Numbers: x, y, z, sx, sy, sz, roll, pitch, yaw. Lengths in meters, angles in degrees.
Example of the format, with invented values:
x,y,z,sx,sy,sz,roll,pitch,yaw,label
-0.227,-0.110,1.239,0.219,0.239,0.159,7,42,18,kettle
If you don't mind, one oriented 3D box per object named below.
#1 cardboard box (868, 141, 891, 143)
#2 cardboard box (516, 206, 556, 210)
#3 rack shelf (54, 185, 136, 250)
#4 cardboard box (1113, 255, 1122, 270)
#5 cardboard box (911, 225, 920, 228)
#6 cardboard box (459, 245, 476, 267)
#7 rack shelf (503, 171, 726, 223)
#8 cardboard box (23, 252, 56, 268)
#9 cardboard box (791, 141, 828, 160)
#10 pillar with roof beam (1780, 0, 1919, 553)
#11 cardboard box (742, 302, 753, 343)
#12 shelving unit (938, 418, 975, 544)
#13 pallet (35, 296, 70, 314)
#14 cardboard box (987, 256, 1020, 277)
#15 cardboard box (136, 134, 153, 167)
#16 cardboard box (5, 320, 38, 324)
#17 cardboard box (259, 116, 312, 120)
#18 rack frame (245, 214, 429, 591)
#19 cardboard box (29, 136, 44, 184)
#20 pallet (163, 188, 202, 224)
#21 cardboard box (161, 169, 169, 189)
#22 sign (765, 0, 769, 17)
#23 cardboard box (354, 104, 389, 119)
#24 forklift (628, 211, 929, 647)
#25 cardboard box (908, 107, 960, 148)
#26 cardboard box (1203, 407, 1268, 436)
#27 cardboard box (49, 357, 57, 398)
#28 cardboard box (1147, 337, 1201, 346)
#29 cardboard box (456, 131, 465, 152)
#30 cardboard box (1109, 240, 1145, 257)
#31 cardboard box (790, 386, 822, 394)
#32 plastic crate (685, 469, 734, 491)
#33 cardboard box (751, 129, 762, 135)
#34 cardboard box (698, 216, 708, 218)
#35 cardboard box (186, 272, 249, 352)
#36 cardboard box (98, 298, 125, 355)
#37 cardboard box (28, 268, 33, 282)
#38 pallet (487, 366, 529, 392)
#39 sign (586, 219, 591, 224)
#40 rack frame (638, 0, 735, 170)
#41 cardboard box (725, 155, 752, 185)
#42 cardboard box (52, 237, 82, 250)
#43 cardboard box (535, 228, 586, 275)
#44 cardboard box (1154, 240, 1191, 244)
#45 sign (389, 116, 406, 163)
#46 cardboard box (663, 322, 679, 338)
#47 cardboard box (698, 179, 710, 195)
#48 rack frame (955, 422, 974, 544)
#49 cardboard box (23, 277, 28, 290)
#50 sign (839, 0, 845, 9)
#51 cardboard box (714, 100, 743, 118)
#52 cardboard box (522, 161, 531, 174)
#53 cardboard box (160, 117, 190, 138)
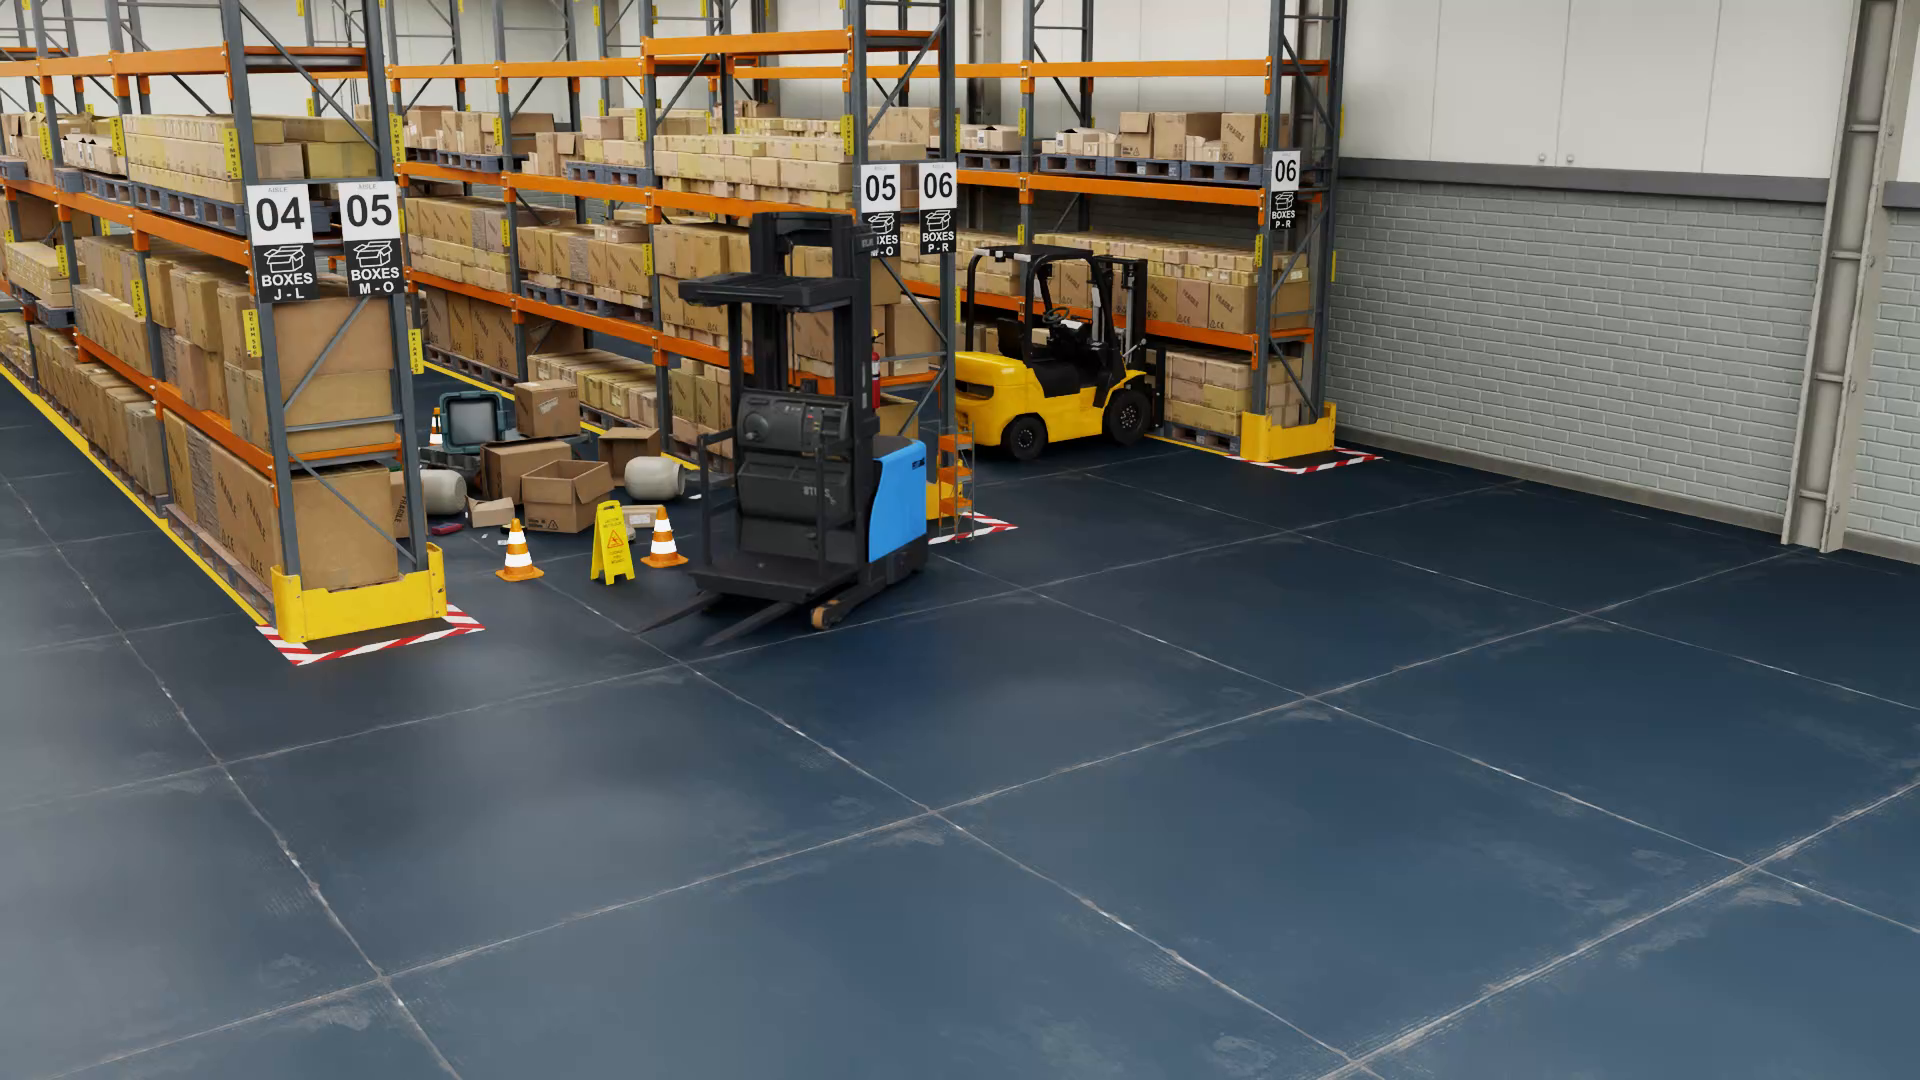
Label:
x,y,z,sx,sy,sz,roll,pitch,yaw,label
-0.782,-3.554,15.164,0.380,0.149,0.250,-11,19,-35,cardboard box
-5.575,-4.109,21.823,0.500,0.500,0.500,-11,19,-34,cardboard box
-7.952,-3.213,16.316,1.077,0.370,4.000,-11,19,-35,rack shelf
1.885,-3.222,19.249,0.380,0.149,0.250,-12,19,-36,cardboard box
-0.468,-4.322,23.266,0.380,0.149,0.250,-11,19,-35,cardboard box
-6.296,-3.779,22.037,0.500,0.250,0.500,-11,19,-36,cardboard box
-4.007,-4.003,19.202,1.077,0.370,4.000,-11,19,-35,rack shelf
-10.698,-3.275,19.412,0.380,0.149,0.250,-10,18,-33,cardboard box
-1.310,-3.534,15.089,0.380,0.149,0.250,-11,19,-34,cardboard box
3.899,-3.626,10.779,9.100,9.000,0.400,-11,19,-35,pillar with roof beam
-1.886,-2.213,16.228,0.500,0.500,0.500,-11,19,-34,cardboard box
-0.031,-0.518,14.479,0.215,1.050,0.252,-11,19,-35,shelving unit
-10.325,-2.865,19.724,1.003,0.211,1.213,-11,19,-35,pallet
0.686,-3.482,20.952,0.500,0.250,0.500,-11,19,-36,cardboard box
-6.417,-3.200,13.639,0.500,0.250,0.500,-11,19,-35,cardboard box
-13.126,-2.984,23.275,0.380,0.149,0.250,-10,18,-32,cardboard box
-5.260,-3.240,13.032,0.380,0.149,0.250,-11,19,-34,cardboard box
-4.424,-0.832,11.936,1.000,3.000,0.127,-11,19,-35,rack frame
-9.974,-4.223,18.452,0.500,0.500,0.500,-11,19,-35,cardboard box
-5.590,-2.654,13.077,1.003,0.211,1.213,-11,19,-35,pallet
-6.087,-2.861,13.156,0.380,0.149,0.250,-11,19,-34,cardboard box
-3.077,-8.464,26.385,0.100,0.325,0.005,-11,19,-35,sign
-8.823,-6.331,25.169,0.500,0.500,0.500,-10,18,-34,cardboard box
-1.340,-0.888,12.270,1.130,2.935,3.031,7,17,24,forklift
-0.343,-5.438,21.906,0.500,0.500,0.500,-10,18,-33,cardboard box
3.001,-1.321,18.135,0.500,0.250,0.500,-11,19,-34,cardboard box
-10.628,-1.970,20.033,0.500,0.500,0.500,-10,18,-34,cardboard box
2.526,-2.209,19.485,0.500,0.250,0.500,-11,19,-36,cardboard box
-6.276,-5.155,21.506,0.396,0.266,0.258,-11,19,-36,cardboard box
1.950,-3.375,19.245,0.380,0.149,0.250,-11,19,-35,cardboard box
-1.432,-1.372,15.670,0.380,0.149,0.250,-10,18,-33,cardboard box
-2.572,-0.606,16.638,0.583,0.080,0.402,10,18,33,plastic crate
-2.924,-6.134,25.113,0.380,0.149,0.250,-10,18,-33,cardboard box
-4.197,-5.391,28.313,0.500,0.250,0.500,-10,18,-33,cardboard box
-5.645,-1.848,13.315,0.875,0.550,0.500,-11,19,-35,cardboard box
-8.194,-2.129,16.482,0.500,0.500,0.500,-11,19,-35,cardboard box
-10.547,-3.076,19.248,0.380,0.149,0.250,-10,18,-33,cardboard box
-5.586,-2.166,22.089,1.003,0.211,1.213,-11,19,-35,pallet
-4.750,-3.937,21.236,0.100,0.325,0.005,-11,19,-35,sign
-2.831,-5.370,17.150,1.000,3.000,0.127,-11,19,-35,rack frame
-1.901,-3.533,15.841,0.500,0.250,0.500,-11,19,-34,cardboard box
-11.567,-3.731,21.775,0.500,0.500,0.500,-11,19,-36,cardboard box
-4.794,-3.483,20.070,0.500,0.500,0.500,-10,18,-32,cardboard box
2.464,-3.394,19.312,0.380,0.149,0.250,-10,18,-33,cardboard box
-3.972,-2.824,11.724,0.100,0.325,0.005,-11,19,-35,sign
-2.906,-2.238,17.548,0.380,0.149,0.250,-11,19,-35,cardboard box
-2.388,-3.538,16.613,0.380,0.149,0.250,-10,18,-33,cardboard box
0.040,-0.492,14.384,0.200,1.050,0.008,-11,19,-35,rack frame
-10.848,-3.043,19.692,0.380,0.149,0.250,-11,19,-36,cardboard box
-1.604,-7.398,22.640,0.100,0.325,0.005,-11,19,-35,sign
-3.628,-6.757,26.043,0.396,0.266,0.258,-11,19,-35,cardboard box
-5.136,-4.563,20.358,0.380,0.149,0.250,-11,19,-35,cardboard box
-5.942,-3.192,12.856,0.380,0.149,0.250,-11,19,-35,cardboard box
